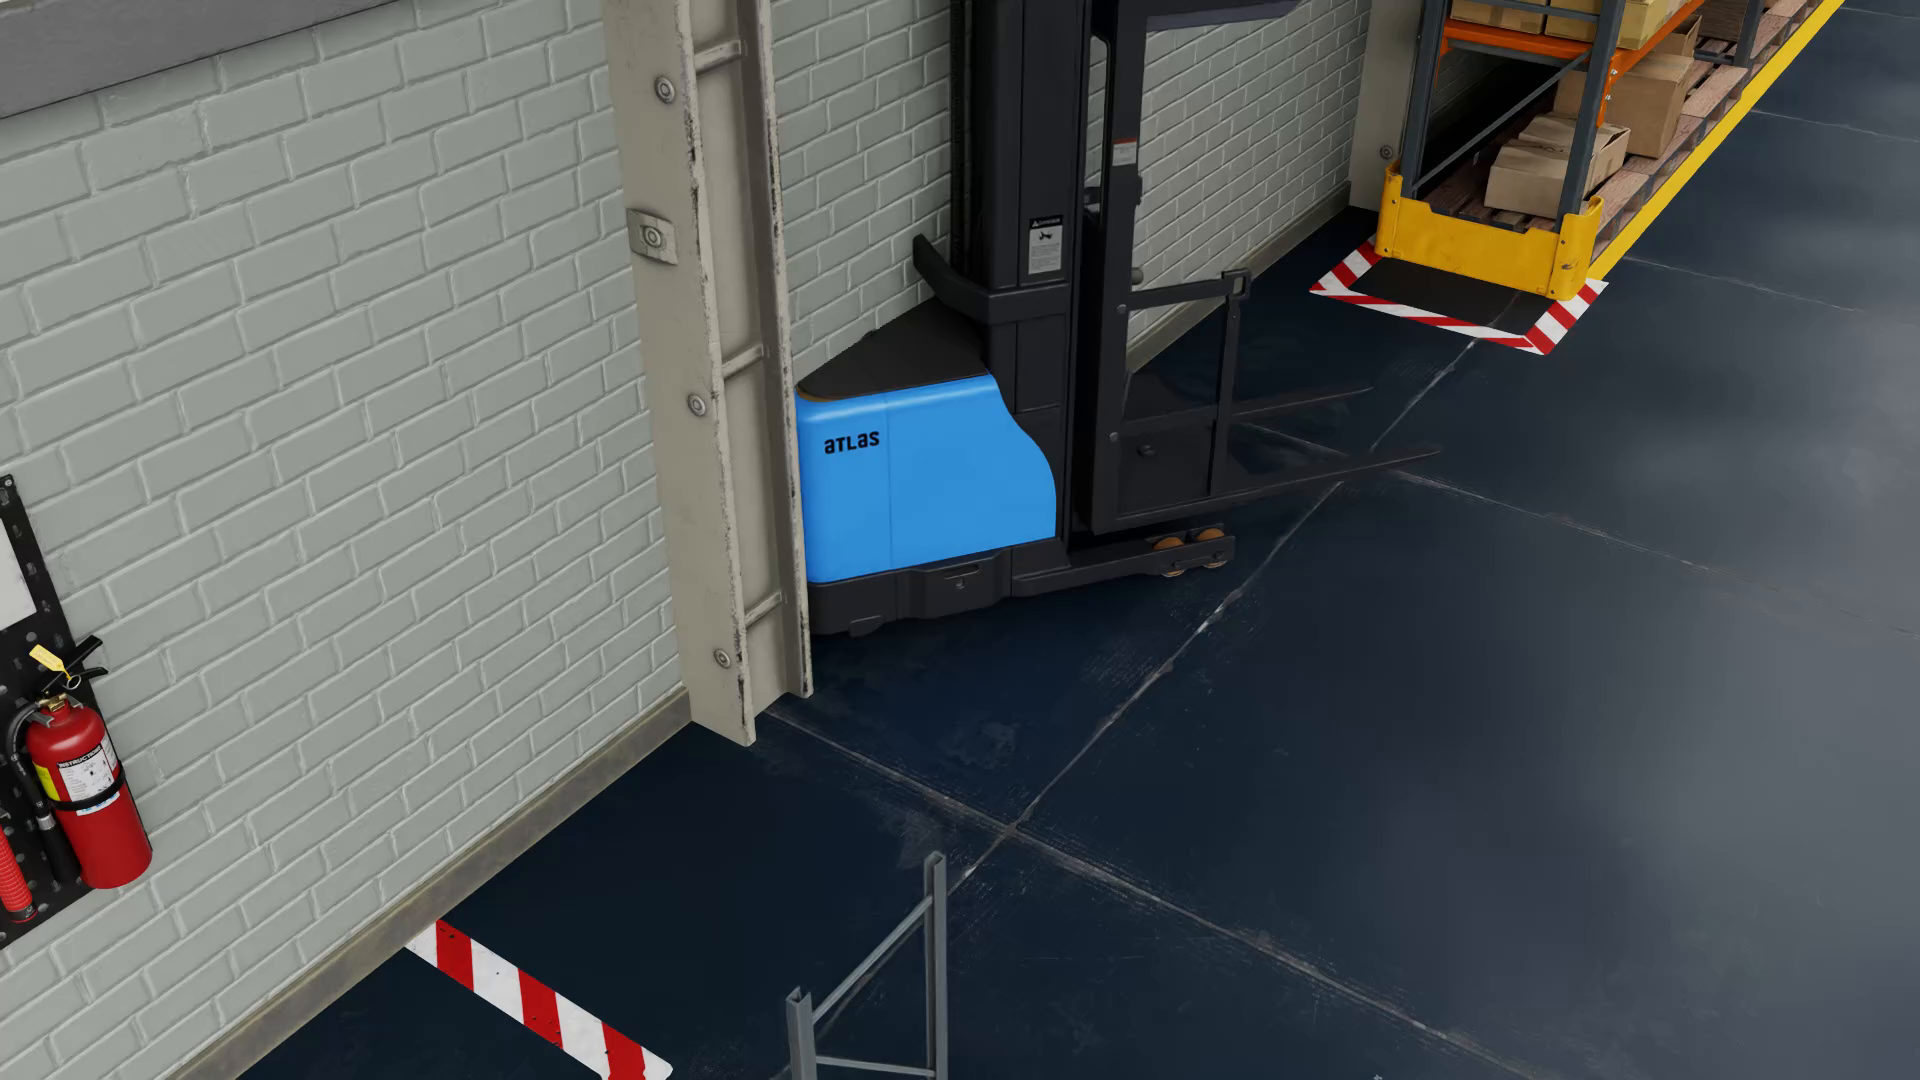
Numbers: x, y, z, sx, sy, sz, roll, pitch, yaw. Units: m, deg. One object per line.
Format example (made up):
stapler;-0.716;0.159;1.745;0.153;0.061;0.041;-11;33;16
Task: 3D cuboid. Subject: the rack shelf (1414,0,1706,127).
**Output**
rack shelf;4.075;-3.405;10.249;1.077;0.370;4.000;21;39;28

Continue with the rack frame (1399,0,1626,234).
rack frame;2.935;-2.782;8.687;1.000;3.000;0.127;21;39;28

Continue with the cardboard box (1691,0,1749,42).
cardboard box;5.622;-4.114;12.494;0.700;0.500;0.500;23;40;30

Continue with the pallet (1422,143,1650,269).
pallet;3.471;-2.025;10.056;1.003;0.211;1.213;21;39;28

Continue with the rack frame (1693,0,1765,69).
rack frame;5.216;-4.623;11.409;1.000;3.000;0.127;21;39;28

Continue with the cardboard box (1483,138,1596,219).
cardboard box;3.404;-2.140;9.745;0.500;0.311;0.500;17;37;23

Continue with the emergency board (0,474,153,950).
emergency board;-2.238;0.506;3.825;0.194;1.169;0.643;21;39;28

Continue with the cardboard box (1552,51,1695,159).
cardboard box;4.188;-2.803;10.555;0.700;0.500;0.500;19;38;25

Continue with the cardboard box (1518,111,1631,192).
cardboard box;3.729;-2.403;10.133;0.500;0.311;0.500;25;41;32

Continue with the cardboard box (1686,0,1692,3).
cardboard box;4.054;-3.328;9.609;0.500;0.250;0.500;21;39;27

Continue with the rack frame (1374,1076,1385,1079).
rack frame;0.645;1.738;3.341;0.032;1.500;0.500;22;40;29

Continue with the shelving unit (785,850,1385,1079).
shelving unit;0.222;1.570;3.589;1.083;1.500;0.587;22;40;29

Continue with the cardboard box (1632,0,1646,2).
cardboard box;3.454;-3.163;8.696;0.500;0.500;0.500;21;39;28

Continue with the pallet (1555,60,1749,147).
pallet;4.862;-3.148;11.716;1.003;0.211;1.213;21;39;28

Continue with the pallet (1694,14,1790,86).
pallet;5.659;-3.827;12.720;1.003;0.211;1.213;21;39;28

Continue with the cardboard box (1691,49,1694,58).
cardboard box;4.935;-3.376;11.701;0.380;0.166;0.250;16;37;22

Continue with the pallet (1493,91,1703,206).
pallet;4.167;-2.584;10.882;1.003;0.211;1.213;21;39;28

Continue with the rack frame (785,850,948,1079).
rack frame;-0.185;1.409;3.828;0.032;1.500;0.500;22;40;29

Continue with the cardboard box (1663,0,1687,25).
cardboard box;3.759;-3.095;9.265;0.500;0.250;0.500;20;39;27

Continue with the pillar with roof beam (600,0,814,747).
pillar with roof beam;2.739;-1.730;1.775;9.100;9.000;0.400;21;39;28

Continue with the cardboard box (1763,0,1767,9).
cardboard box;5.875;-4.368;12.870;0.700;0.500;0.500;20;39;27

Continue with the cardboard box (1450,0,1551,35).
cardboard box;3.042;-3.005;9.133;0.500;0.250;0.500;22;40;29

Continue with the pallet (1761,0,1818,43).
pallet;6.354;-4.391;13.554;1.003;0.211;1.213;21;39;28

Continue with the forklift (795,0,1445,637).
forklift;0.639;-1.325;6.592;3.031;2.935;1.130;-11;36;-16

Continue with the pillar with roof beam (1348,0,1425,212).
pillar with roof beam;6.160;-4.491;5.858;9.100;9.000;0.400;21;39;28

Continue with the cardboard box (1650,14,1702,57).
cardboard box;4.657;-3.279;11.260;0.500;0.500;0.500;18;38;25

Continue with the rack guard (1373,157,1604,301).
rack guard;2.978;-1.782;9.439;1.175;0.500;0.348;21;39;28

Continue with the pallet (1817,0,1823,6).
pallet;7.050;-4.950;14.381;1.003;0.211;1.213;21;39;28

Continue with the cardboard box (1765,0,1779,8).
cardboard box;6.199;-4.590;13.198;0.700;0.500;0.500;22;40;29

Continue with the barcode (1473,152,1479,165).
barcode;3.085;-2.280;9.944;0.001;0.075;0.075;21;39;28

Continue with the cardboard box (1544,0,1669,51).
cardboard box;3.474;-2.852;8.905;0.500;0.250;0.500;20;39;27
